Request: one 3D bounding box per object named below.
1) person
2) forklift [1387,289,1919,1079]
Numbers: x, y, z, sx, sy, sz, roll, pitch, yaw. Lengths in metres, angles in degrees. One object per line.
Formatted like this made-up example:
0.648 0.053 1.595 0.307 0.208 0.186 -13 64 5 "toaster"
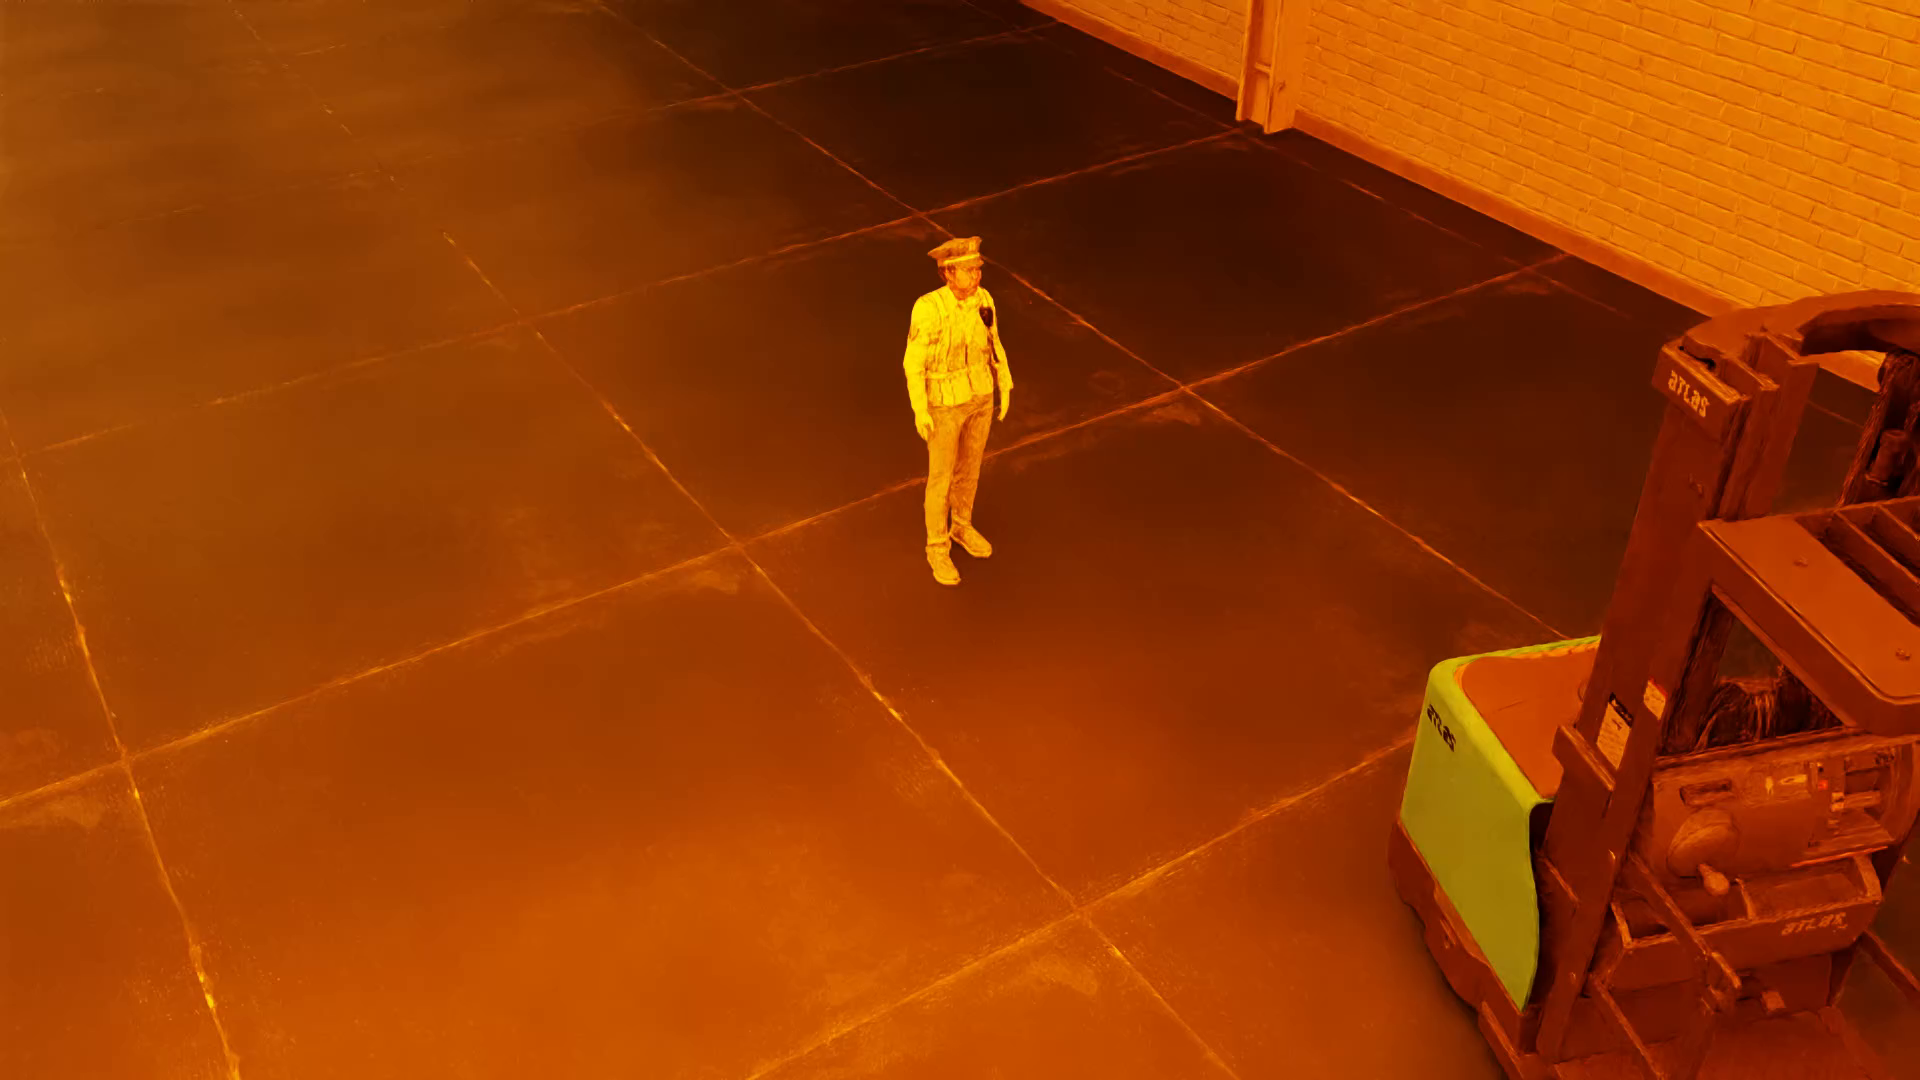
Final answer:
0.031 -0.665 8.156 0.586 1.695 0.532 -21 40 -27 "person"
2.560 0.892 4.879 1.130 2.935 3.031 -8 36 -11 "forklift"
